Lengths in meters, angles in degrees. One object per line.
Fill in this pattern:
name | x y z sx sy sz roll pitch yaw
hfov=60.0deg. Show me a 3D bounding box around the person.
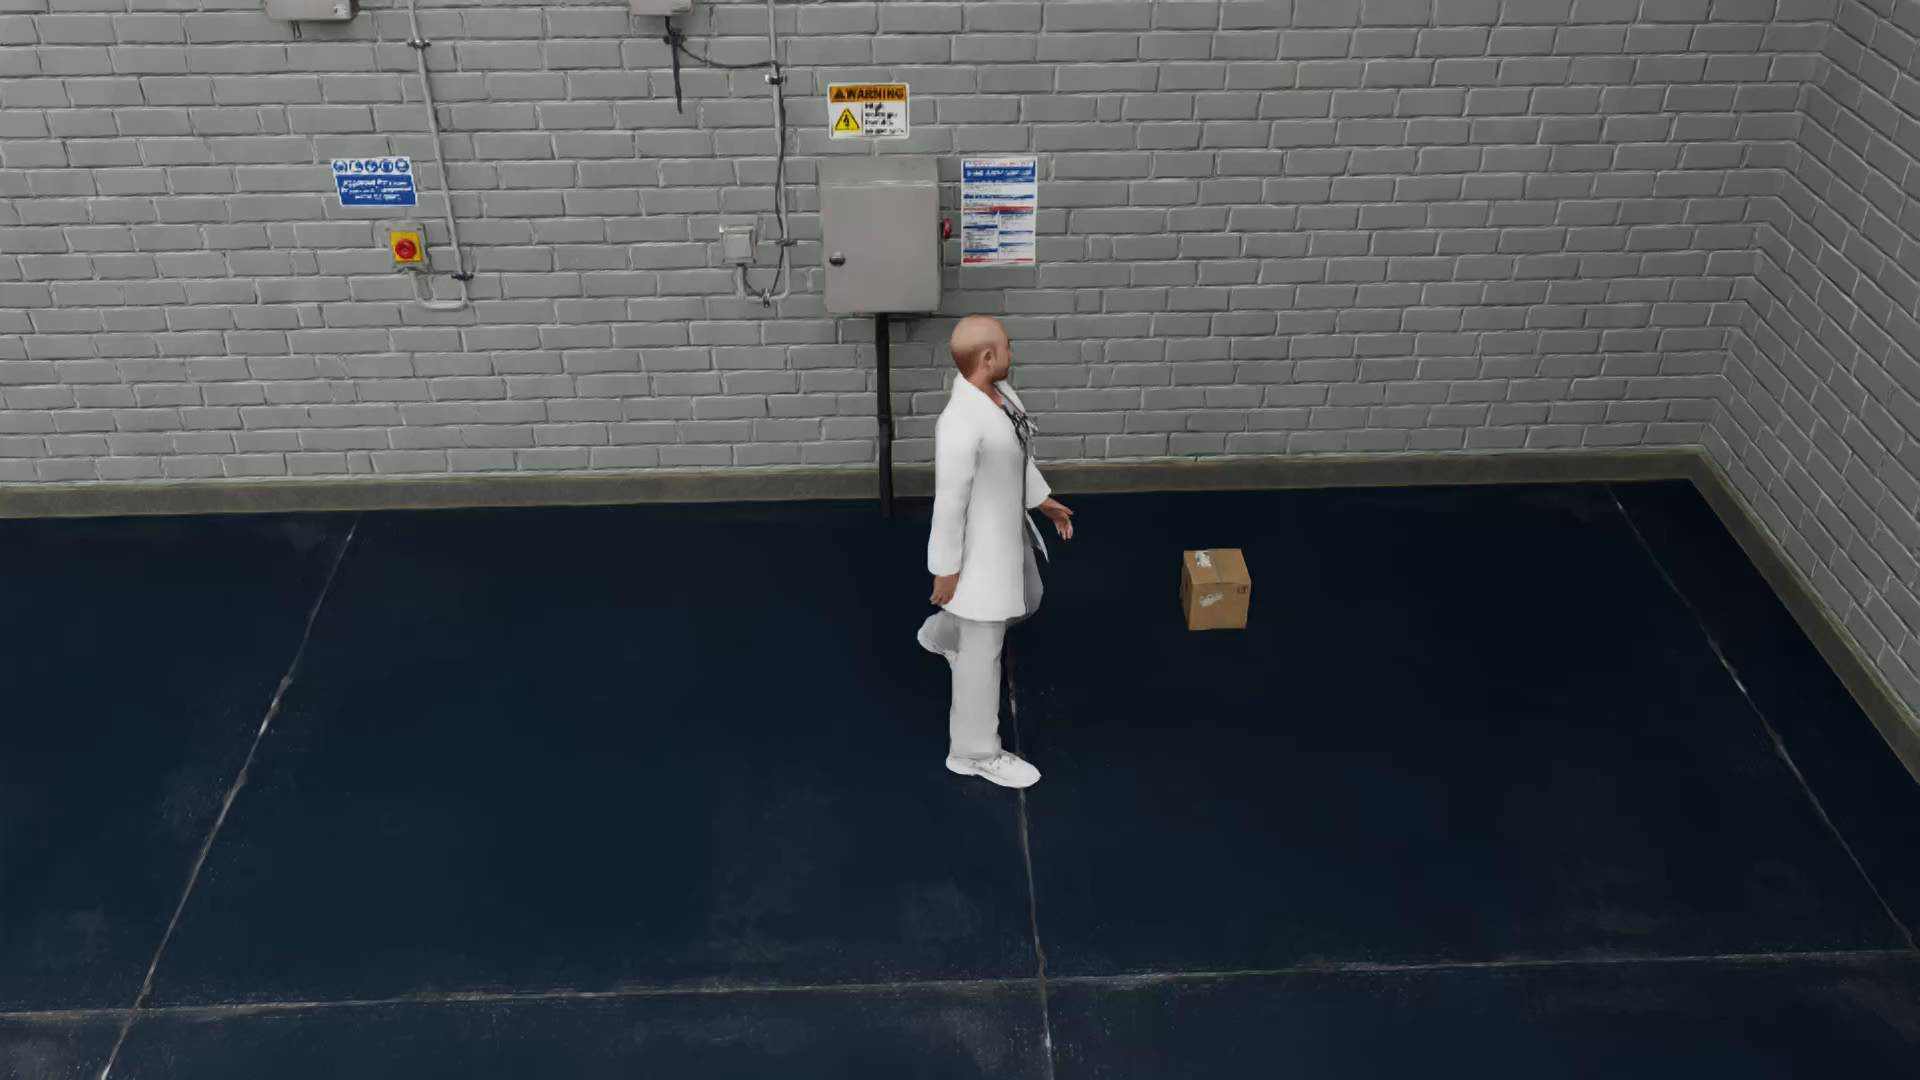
person | 0.109 0.023 6.144 0.596 1.747 0.715 5 35 7
